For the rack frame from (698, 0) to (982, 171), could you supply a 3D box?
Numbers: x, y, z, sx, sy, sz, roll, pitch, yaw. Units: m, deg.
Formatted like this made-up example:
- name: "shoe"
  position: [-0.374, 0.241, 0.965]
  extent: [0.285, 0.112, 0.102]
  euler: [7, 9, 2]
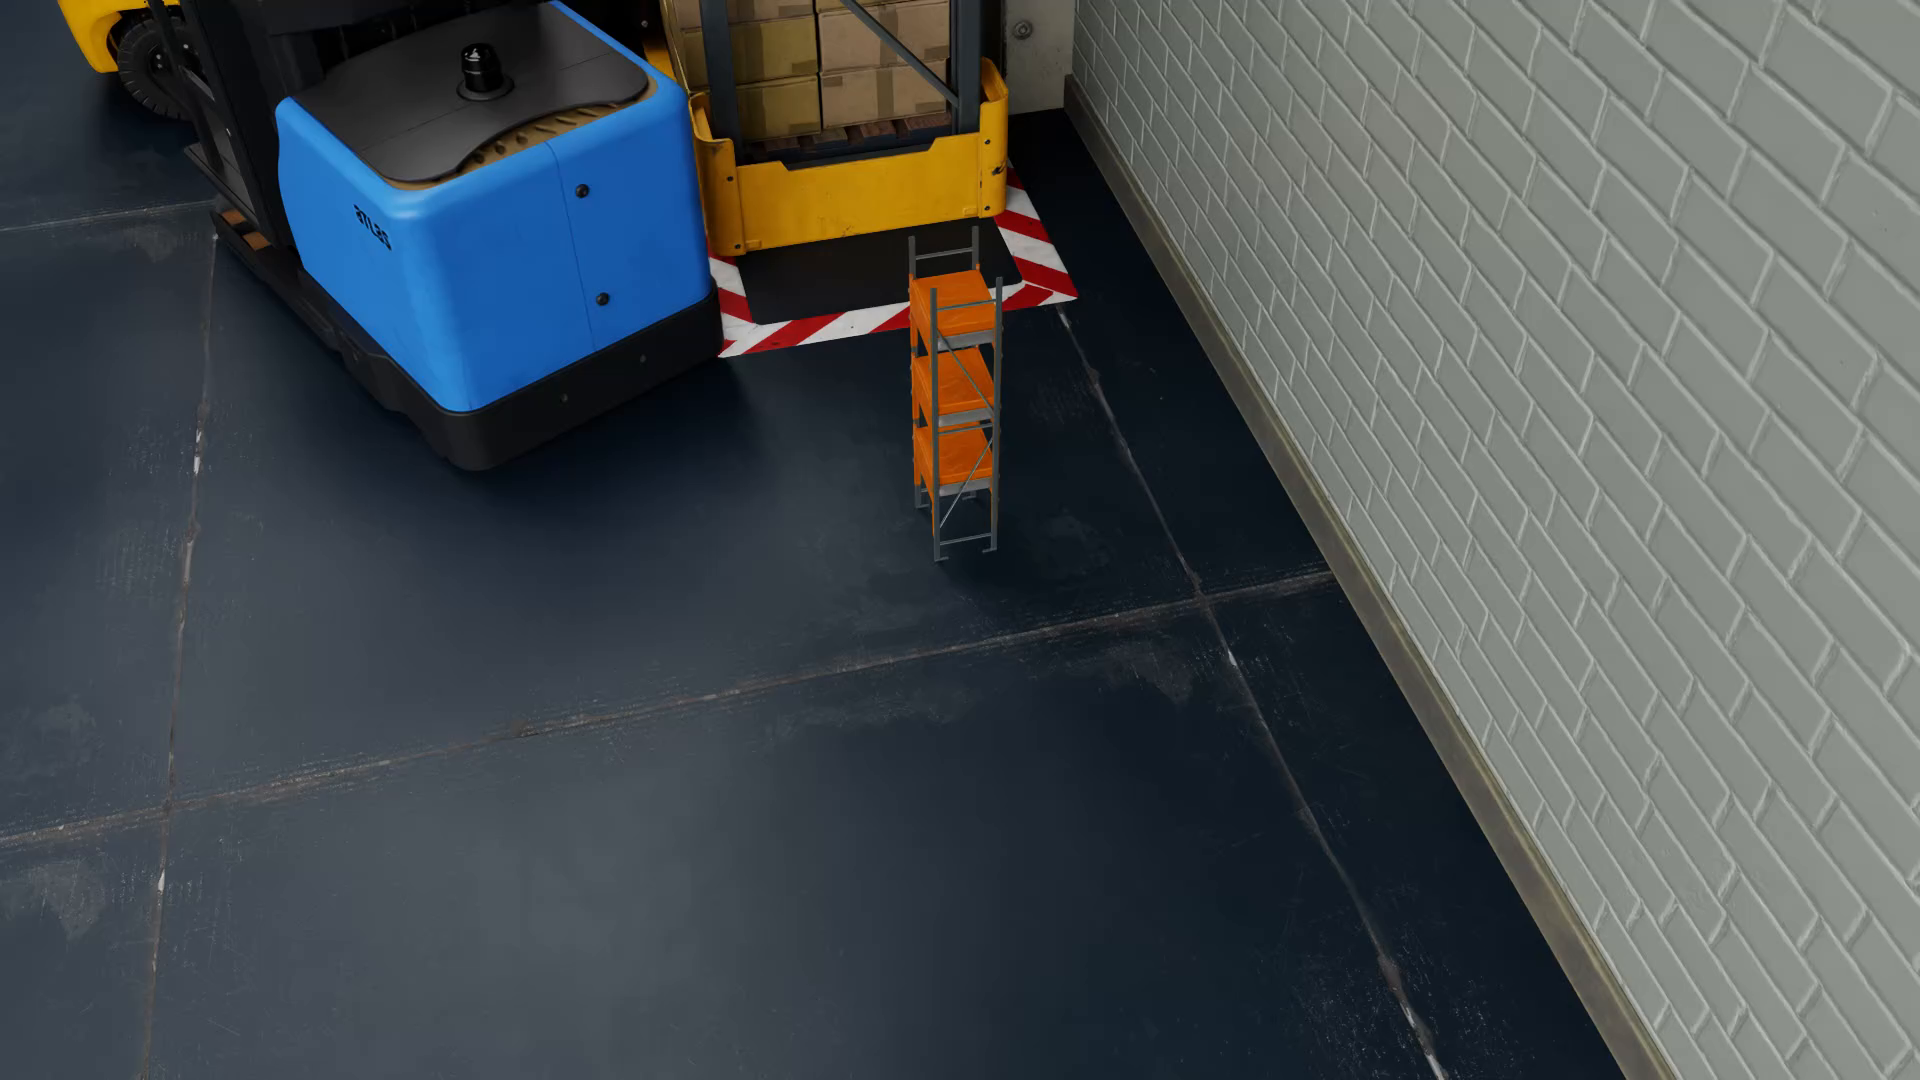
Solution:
- name: "rack frame"
  position: [-0.419, -2.355, 5.458]
  extent: [1.000, 3.000, 0.127]
  euler: [-11, 47, -10]

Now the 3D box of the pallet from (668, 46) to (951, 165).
- name: "pallet"
  position: [-0.655, -1.900, 6.964]
  extent: [1.003, 0.211, 1.213]
  euler: [-11, 47, -10]

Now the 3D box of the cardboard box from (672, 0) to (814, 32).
- name: "cardboard box"
  position: [-0.838, -2.151, 6.189]
  extent: [0.500, 0.250, 0.500]
  euler: [-9, 46, -9]

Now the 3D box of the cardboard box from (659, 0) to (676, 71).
- name: "cardboard box"
  position: [-0.963, -2.152, 6.890]
  extent: [0.500, 0.250, 0.500]
  euler: [-11, 47, -10]

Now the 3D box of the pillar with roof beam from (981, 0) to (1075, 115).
- name: "pillar with roof beam"
  position: [-3.888, -4.314, 3.177]
  extent: [9.100, 9.000, 0.400]
  euler: [-11, 47, -10]

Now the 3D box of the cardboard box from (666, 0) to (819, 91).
- name: "cardboard box"
  position: [-0.846, -1.994, 6.385]
  extent: [0.500, 0.250, 0.500]
  euler: [-11, 47, -11]

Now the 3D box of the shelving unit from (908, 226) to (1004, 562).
- name: "shelving unit"
  position: [-0.014, -0.404, 4.911]
  extent: [0.215, 1.050, 0.252]
  euler: [-11, 47, -10]

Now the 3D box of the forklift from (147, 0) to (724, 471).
- name: "forklift"
  position: [-2.172, -2.228, 5.381]
  extent: [1.130, 2.935, 3.031]
  euler: [-32, 54, -27]

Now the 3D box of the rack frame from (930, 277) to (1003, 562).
- name: "rack frame"
  position: [0.017, -0.320, 4.829]
  extent: [0.200, 1.050, 0.008]
  euler: [-11, 47, -10]

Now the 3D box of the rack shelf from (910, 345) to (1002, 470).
- name: "rack shelf"
  position: [-0.014, -0.397, 4.919]
  extent: [0.215, 0.259, 0.240]
  euler: [-11, 47, -10]

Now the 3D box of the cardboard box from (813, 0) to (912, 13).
- name: "cardboard box"
  position: [-0.359, -2.256, 6.292]
  extent: [0.500, 0.250, 0.500]
  euler: [-11, 47, -11]

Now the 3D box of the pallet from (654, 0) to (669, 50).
- name: "pallet"
  position: [-0.964, -2.740, 7.788]
  extent: [1.003, 0.211, 1.213]
  euler: [-11, 47, -10]

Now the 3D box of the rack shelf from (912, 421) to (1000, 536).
- name: "rack shelf"
  position: [-0.014, -0.202, 5.117]
  extent: [0.215, 0.259, 0.240]
  euler: [-11, 47, -10]

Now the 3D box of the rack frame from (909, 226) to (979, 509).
- name: "rack frame"
  position: [-0.045, -0.489, 4.994]
  extent: [0.200, 1.050, 0.008]
  euler: [-11, 47, -10]

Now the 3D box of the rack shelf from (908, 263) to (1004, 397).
- name: "rack shelf"
  position: [-0.014, -0.596, 4.716]
  extent: [0.215, 0.259, 0.240]
  euler: [-11, 47, -10]

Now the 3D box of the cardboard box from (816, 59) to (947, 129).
- name: "cardboard box"
  position: [-0.356, -1.915, 6.658]
  extent: [0.500, 0.250, 0.500]
  euler: [-11, 47, -10]

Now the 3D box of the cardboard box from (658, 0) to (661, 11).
- name: "cardboard box"
  position: [-1.082, -2.499, 7.230]
  extent: [0.500, 0.250, 0.500]
  euler: [-10, 46, -10]

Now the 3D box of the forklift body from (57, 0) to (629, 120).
- name: "forklift body"
  position: [-2.668, -3.034, 6.717]
  extent: [2.313, 2.155, 1.214]
  euler: [-11, 47, -10]

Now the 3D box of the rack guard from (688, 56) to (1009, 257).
- name: "rack guard"
  position: [-0.413, -1.464, 6.335]
  extent: [1.175, 0.500, 0.348]
  euler: [-11, 47, -10]

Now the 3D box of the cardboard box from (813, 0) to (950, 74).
- name: "cardboard box"
  position: [-0.339, -2.078, 6.467]
  extent: [0.500, 0.250, 0.500]
  euler: [-10, 46, -10]

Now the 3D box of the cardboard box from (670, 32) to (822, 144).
- name: "cardboard box"
  position: [-0.845, -1.807, 6.551]
  extent: [0.500, 0.250, 0.500]
  euler: [-10, 46, -10]
